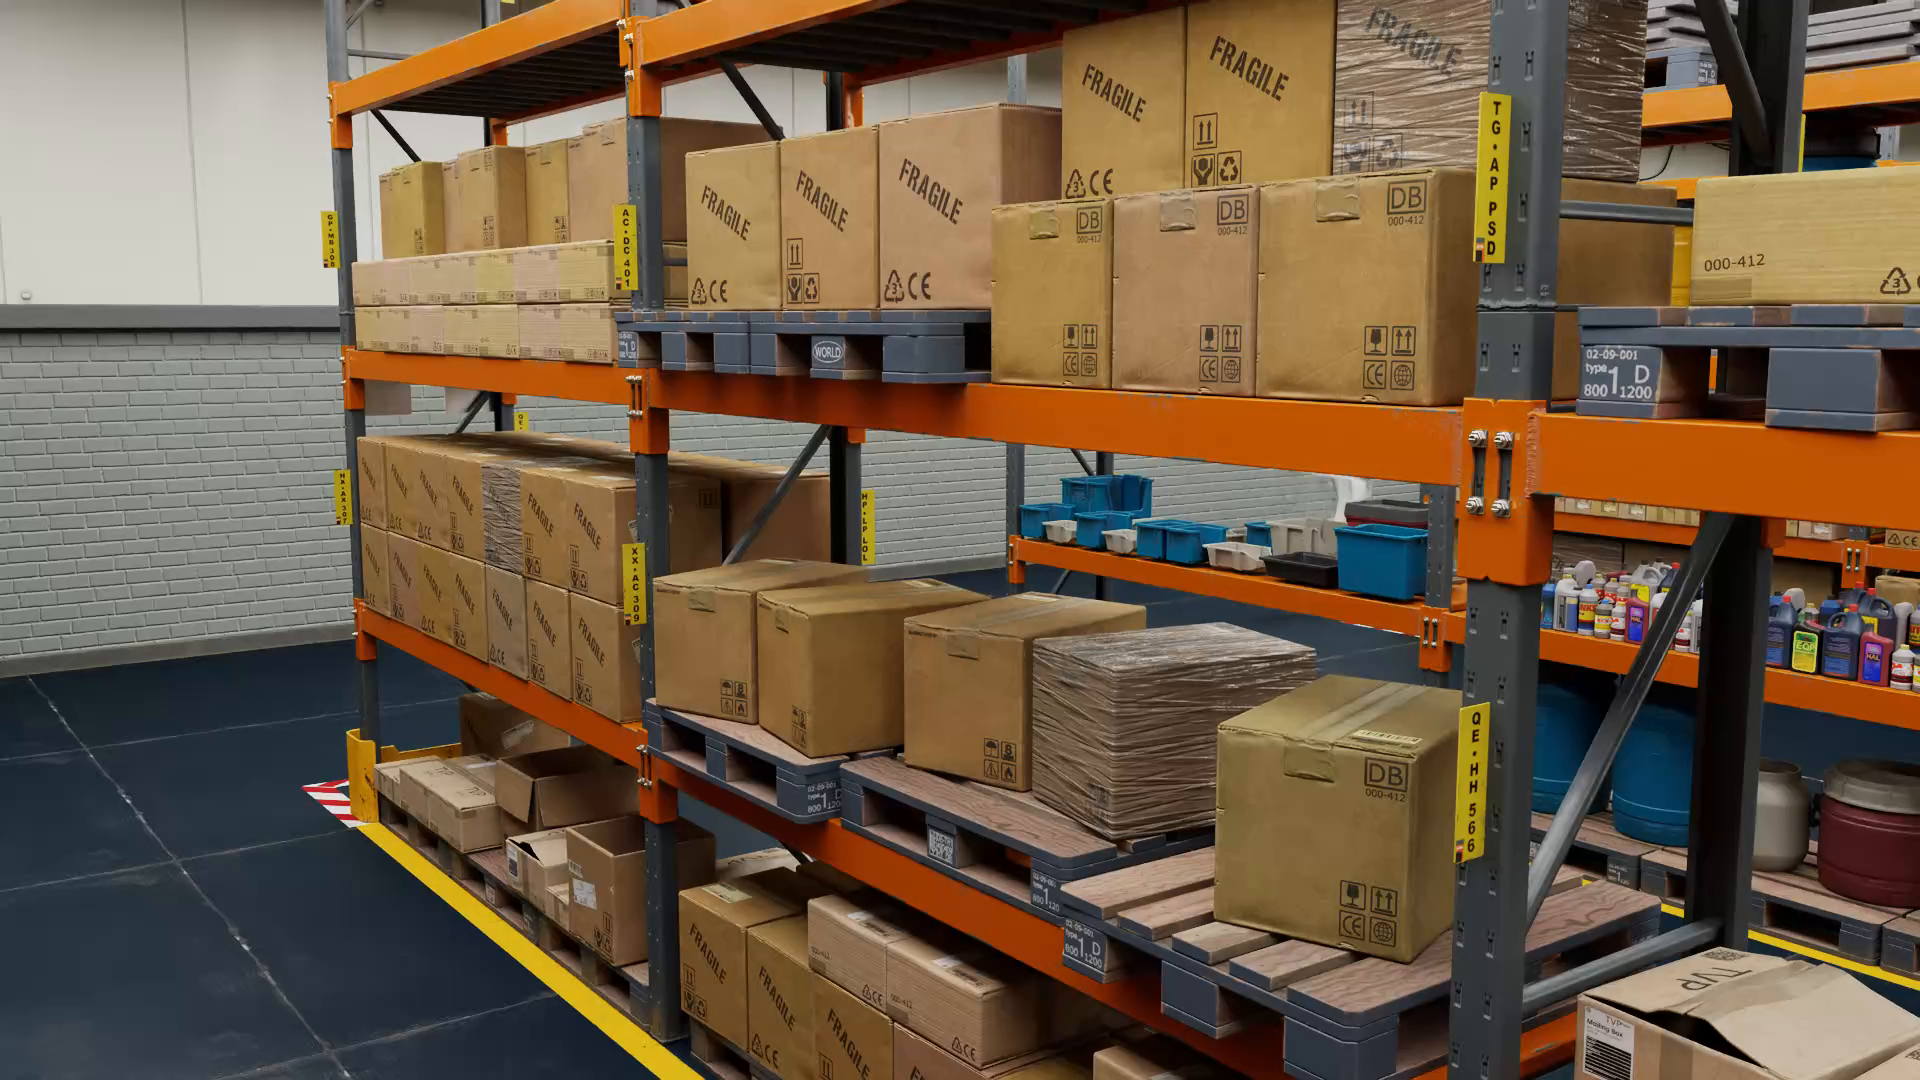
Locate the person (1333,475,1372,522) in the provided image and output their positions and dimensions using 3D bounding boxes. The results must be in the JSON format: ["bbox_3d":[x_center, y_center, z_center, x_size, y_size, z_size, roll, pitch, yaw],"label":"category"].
[{"bbox_3d":[4.108,-0.171,17.021,1.045,1.732,0.569,-4,8,-25],"label":"person"}]
